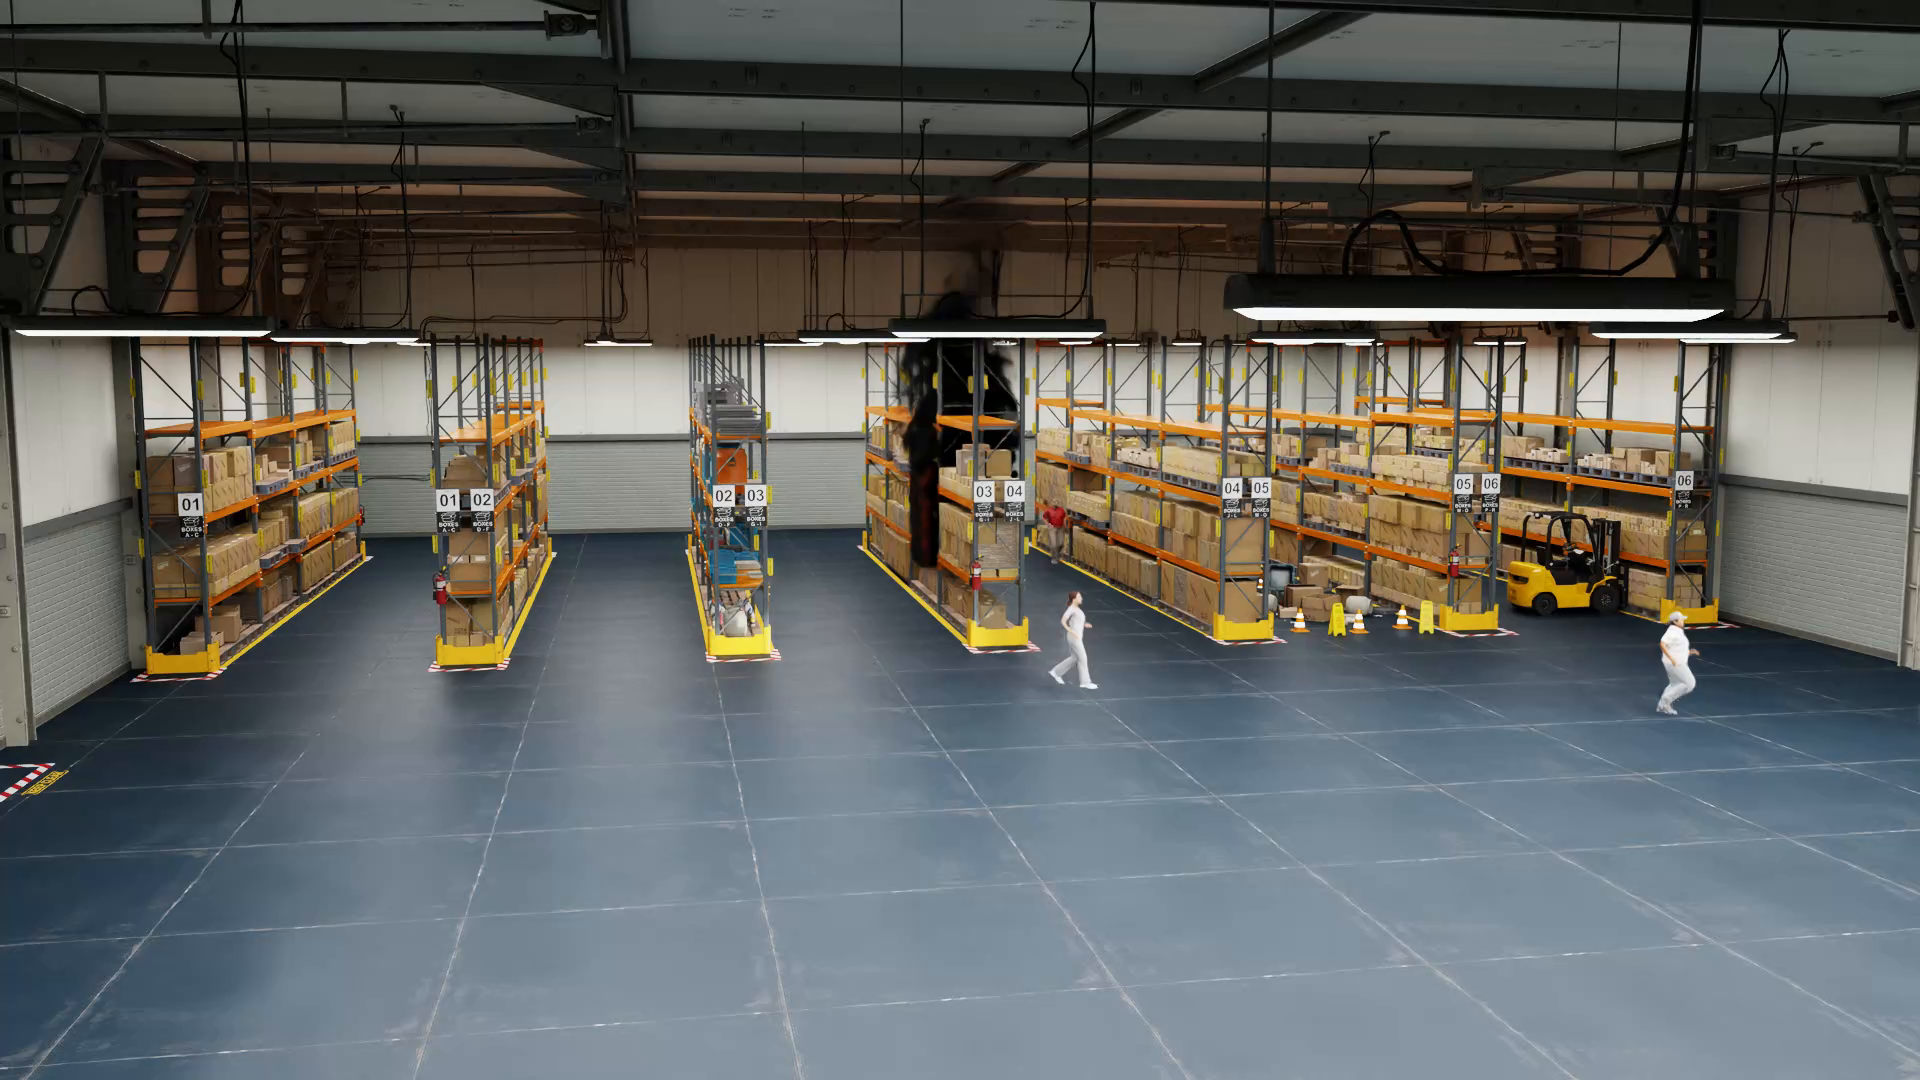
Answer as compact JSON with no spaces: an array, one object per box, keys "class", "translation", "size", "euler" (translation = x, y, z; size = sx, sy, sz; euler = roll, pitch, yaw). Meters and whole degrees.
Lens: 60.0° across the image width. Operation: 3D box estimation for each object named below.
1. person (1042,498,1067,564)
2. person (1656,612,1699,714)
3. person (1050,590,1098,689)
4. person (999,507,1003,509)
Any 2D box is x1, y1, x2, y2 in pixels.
[{"class":"person","translation":[2.437,-0.231,42.302],"size":[0.665,1.678,0.521],"euler":[-2,7,-15]},{"class":"person","translation":[11.250,1.933,26.035],"size":[0.574,1.626,0.593],"euler":[3,7,23]},{"class":"person","translation":[1.928,1.668,28.091],"size":[0.845,1.658,0.581],"euler":[2,7,14]},{"class":"person","translation":[0.810,-0.157,42.124],"size":[0.692,1.796,0.747],"euler":[-2,7,-16]}]
